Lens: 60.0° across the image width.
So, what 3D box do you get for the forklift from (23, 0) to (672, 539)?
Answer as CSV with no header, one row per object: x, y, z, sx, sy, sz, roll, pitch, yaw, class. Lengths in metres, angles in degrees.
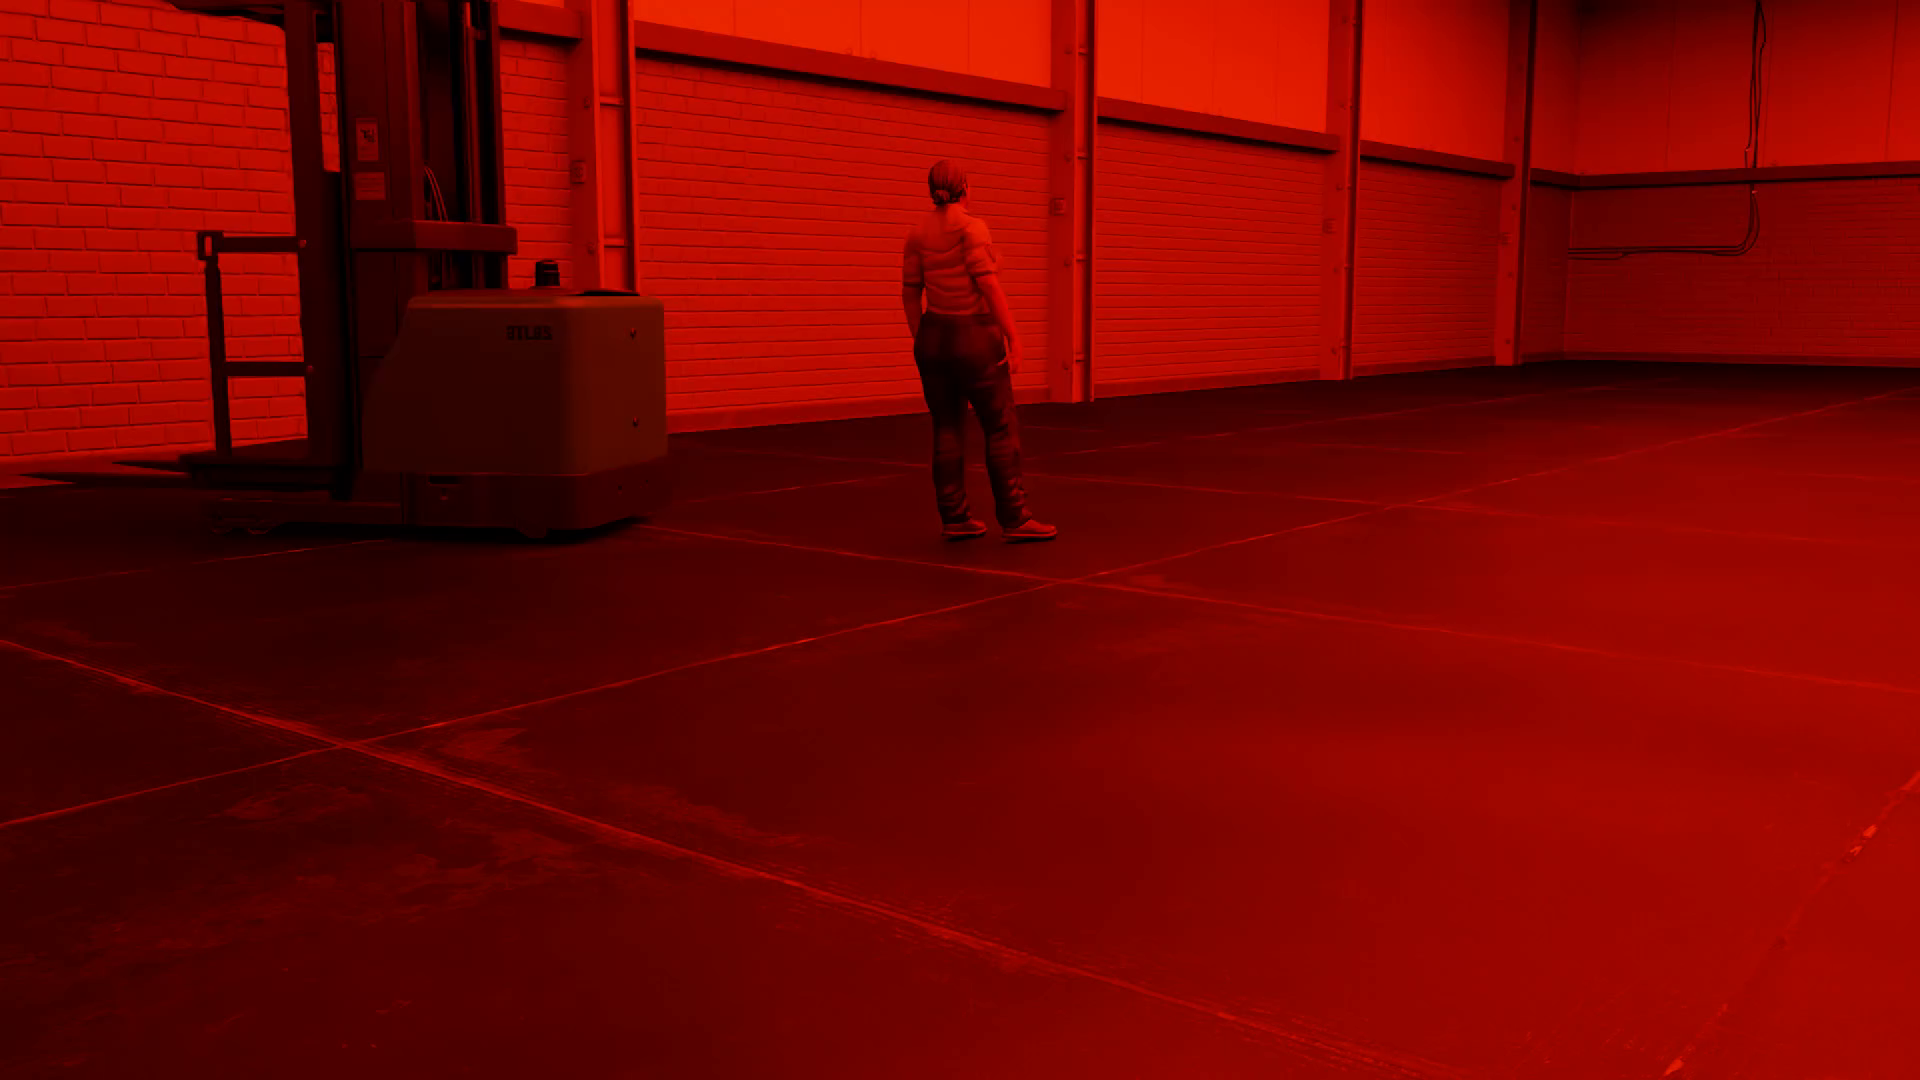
-2.979,-1.543,7.828,3.031,2.935,1.130,2,9,13,forklift

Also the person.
0.075,-0.830,7.340,0.598,1.651,0.502,7,11,38,person
